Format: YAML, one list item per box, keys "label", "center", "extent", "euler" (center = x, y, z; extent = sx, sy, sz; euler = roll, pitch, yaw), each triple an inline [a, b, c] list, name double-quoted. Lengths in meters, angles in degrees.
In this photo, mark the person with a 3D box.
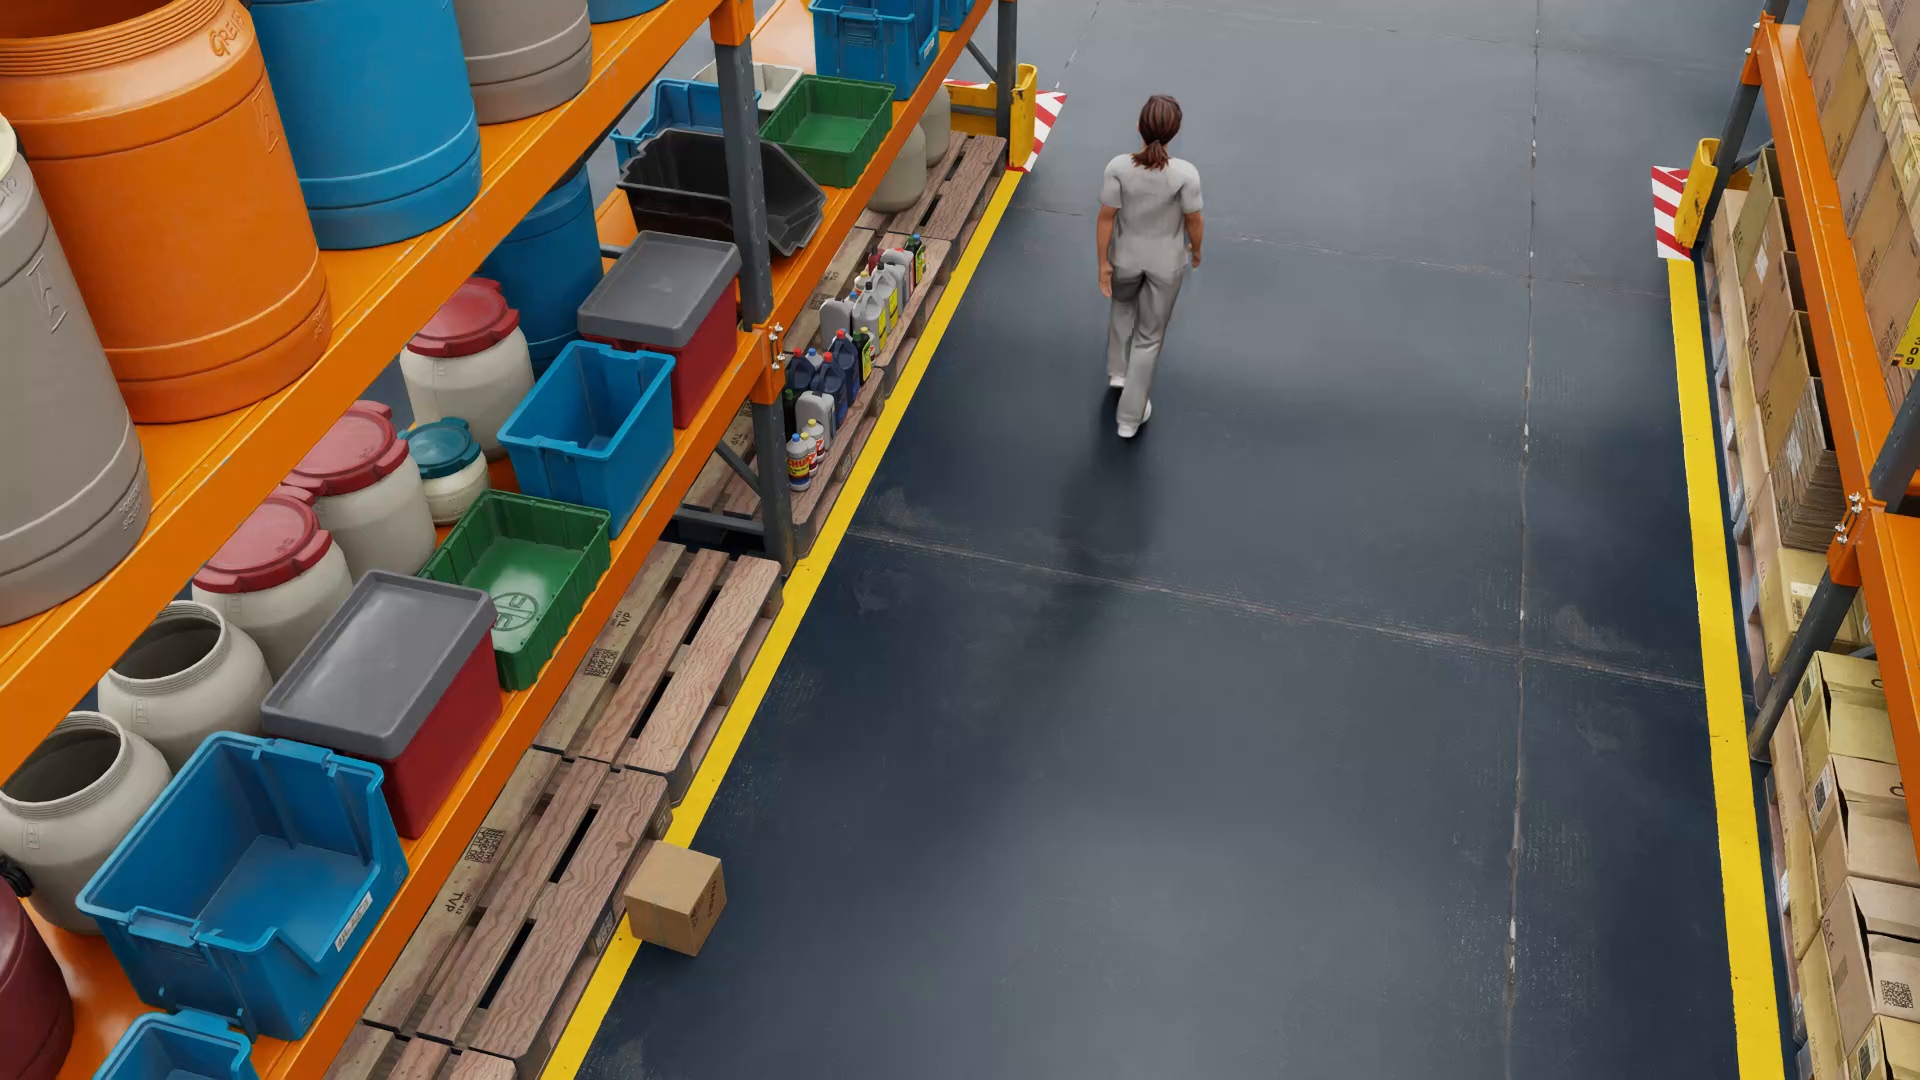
- label: "person"
  center: [0.862, -1.247, 7.617]
  extent: [0.457, 1.739, 0.592]
  euler: [11, 42, 13]
